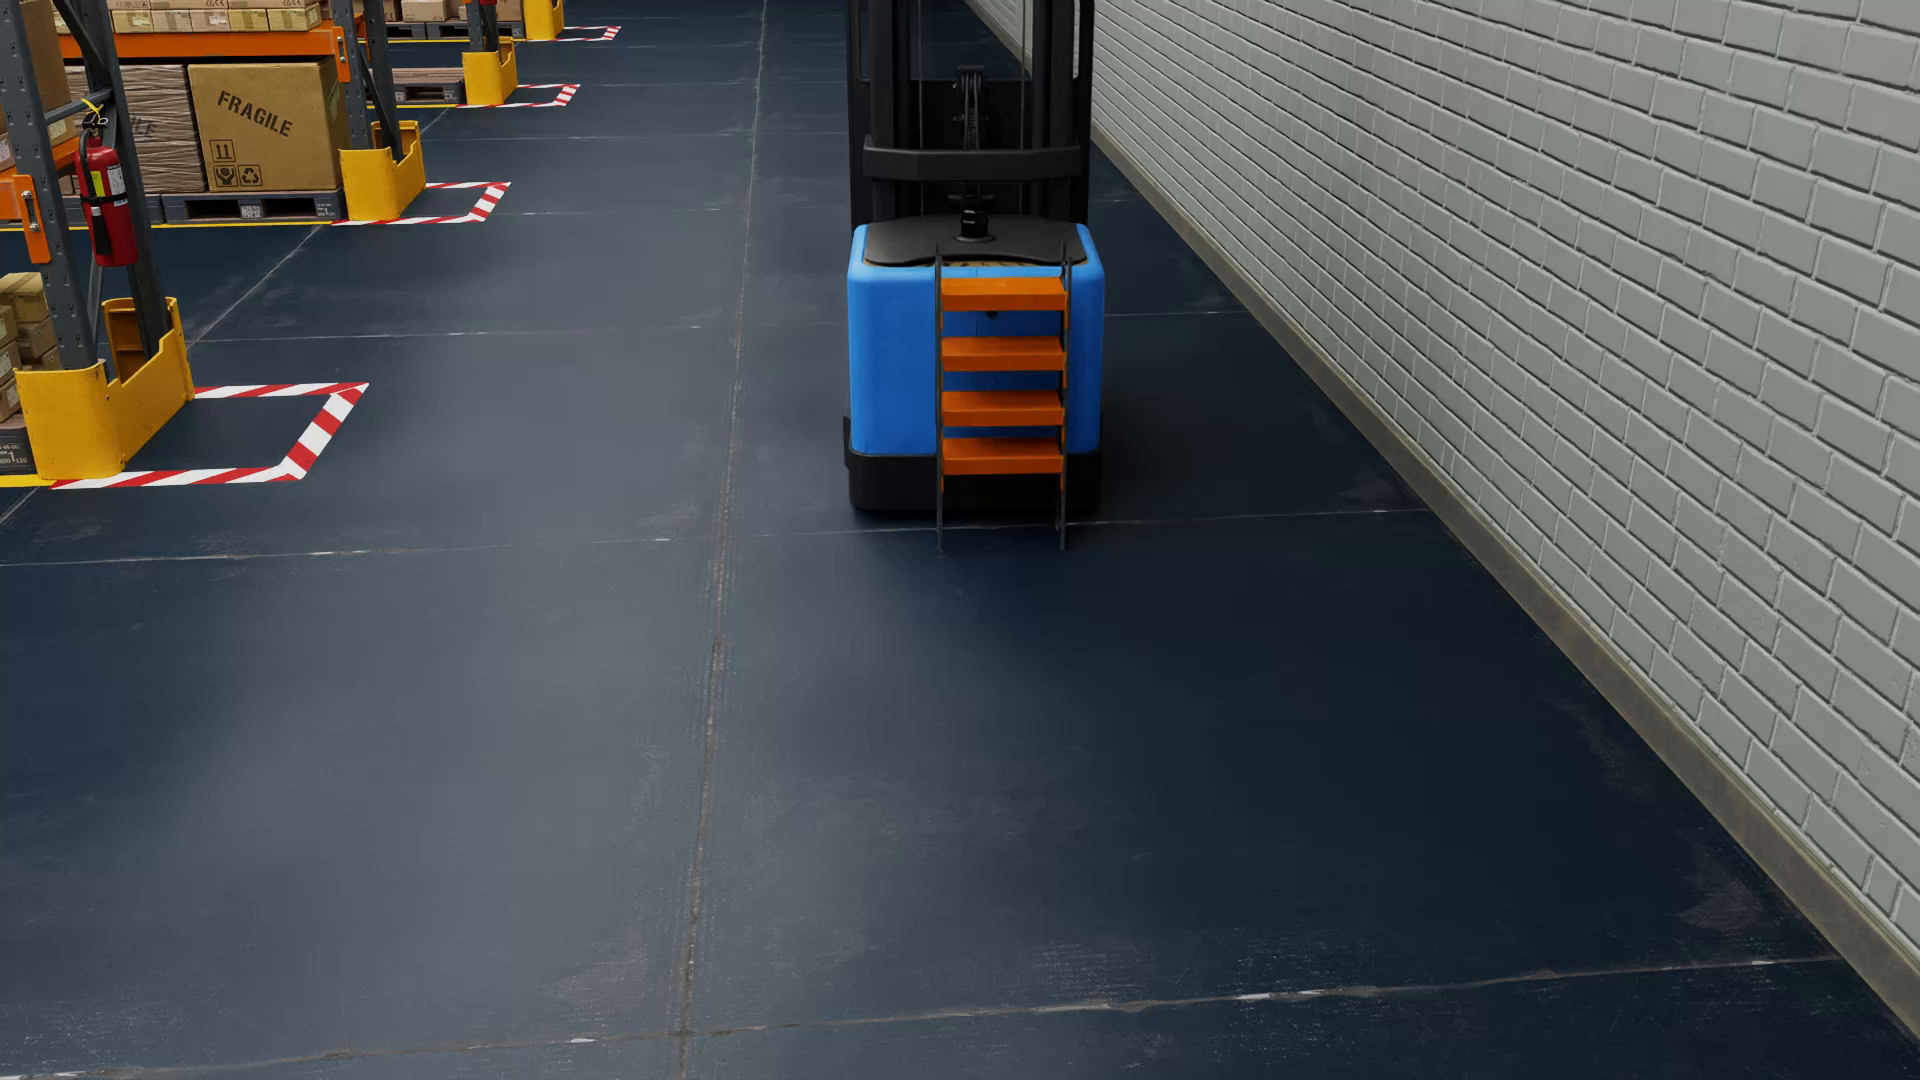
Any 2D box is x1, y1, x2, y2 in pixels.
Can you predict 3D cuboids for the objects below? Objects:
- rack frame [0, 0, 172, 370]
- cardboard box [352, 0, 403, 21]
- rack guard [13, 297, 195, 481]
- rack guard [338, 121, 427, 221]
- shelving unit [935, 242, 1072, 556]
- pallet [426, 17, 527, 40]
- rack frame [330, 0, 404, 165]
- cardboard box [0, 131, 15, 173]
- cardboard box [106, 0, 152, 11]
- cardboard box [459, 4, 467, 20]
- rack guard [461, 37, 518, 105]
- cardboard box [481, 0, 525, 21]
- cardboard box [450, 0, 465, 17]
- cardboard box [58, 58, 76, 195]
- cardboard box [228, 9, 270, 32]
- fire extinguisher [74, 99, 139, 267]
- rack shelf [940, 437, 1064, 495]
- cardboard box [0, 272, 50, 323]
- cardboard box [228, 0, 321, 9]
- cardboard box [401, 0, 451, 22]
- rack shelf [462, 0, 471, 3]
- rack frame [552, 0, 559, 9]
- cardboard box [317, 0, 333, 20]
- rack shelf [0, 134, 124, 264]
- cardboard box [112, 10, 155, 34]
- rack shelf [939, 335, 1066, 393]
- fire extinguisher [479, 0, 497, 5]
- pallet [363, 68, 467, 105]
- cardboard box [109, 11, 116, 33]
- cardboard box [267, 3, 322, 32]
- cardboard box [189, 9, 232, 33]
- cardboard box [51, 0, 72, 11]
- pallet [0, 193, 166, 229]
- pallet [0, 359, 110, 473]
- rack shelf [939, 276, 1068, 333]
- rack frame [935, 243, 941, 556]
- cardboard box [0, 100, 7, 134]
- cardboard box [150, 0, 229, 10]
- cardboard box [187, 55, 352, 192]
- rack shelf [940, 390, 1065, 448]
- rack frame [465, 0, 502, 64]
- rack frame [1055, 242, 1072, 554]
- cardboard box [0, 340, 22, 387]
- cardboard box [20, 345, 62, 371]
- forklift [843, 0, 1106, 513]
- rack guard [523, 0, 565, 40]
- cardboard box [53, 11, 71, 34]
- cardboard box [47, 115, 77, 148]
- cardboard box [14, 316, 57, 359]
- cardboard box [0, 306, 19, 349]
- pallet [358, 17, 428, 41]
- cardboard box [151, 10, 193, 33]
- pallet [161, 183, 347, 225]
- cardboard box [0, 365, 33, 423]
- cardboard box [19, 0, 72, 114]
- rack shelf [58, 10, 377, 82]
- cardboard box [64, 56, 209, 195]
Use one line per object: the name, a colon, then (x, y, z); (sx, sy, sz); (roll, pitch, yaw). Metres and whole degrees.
rack frame: (-3.896, -1.877, 7.279); (0.127, 3.000, 1.000); (-2, 24, -5)
cardboard box: (-7.365, -6.867, 21.039); (0.637, 0.503, 0.797); (-2, 24, -5)
rack guard: (-3.972, -0.731, 7.780); (0.348, 0.500, 1.175); (-2, 24, -5)
rack guard: (-4.259, -2.744, 12.309); (0.348, 0.500, 1.175); (-2, 24, -5)
shelving unit: (0.159, -0.538, 6.483); (0.503, 1.200, 0.258); (-1, 24, -2)
pallet: (-6.122, -6.580, 21.295); (1.213, 0.211, 1.003); (-2, 24, -5)
rack frame: (-4.283, -3.886, 11.799); (0.127, 3.000, 1.000); (-2, 24, -5)
cardboard box: (-4.193, -1.635, 7.044); (0.250, 0.149, 0.380); (-2, 24, -5)
cardboard box: (-5.751, -3.786, 11.393); (0.500, 0.250, 0.500); (-3, 24, -7)
cardboard box: (-6.182, -6.695, 21.066); (0.250, 0.166, 0.380); (-2, 24, -5)
rack guard: (-4.747, -4.751, 16.824); (0.348, 0.500, 1.175); (-2, 24, -5)
cardboard box: (-5.770, -6.827, 20.953); (0.500, 0.500, 0.500); (-2, 24, -5)
cardboard box: (-6.320, -6.907, 21.441); (0.500, 0.250, 0.500); (-2, 24, -5)
cardboard box: (-6.704, -2.977, 11.853); (0.875, 0.875, 0.875); (-2, 24, -5)
cardboard box: (-4.864, -3.612, 11.493); (0.250, 0.149, 0.380); (-2, 24, -5)
fire extinguisher: (-3.600, -1.494, 6.974); (0.183, 0.674, 0.296); (-2, 24, -5)
rack shelf: (0.159, -0.295, 6.590); (0.480, 0.148, 0.258); (-1, 24, -2)
cardboard box: (-4.451, -1.154, 7.914); (0.250, 0.149, 0.380); (-3, 24, -8)
cardboard box: (-4.739, -3.826, 11.484); (0.500, 0.250, 0.500); (-3, 24, -6)
cardboard box: (-6.718, -6.687, 20.946); (0.500, 0.250, 0.500); (-2, 24, -5)
rack shelf: (-6.760, -5.479, 16.269); (4.000, 0.370, 1.077); (-2, 24, -5)
rack frame: (-5.253, -7.890, 20.808); (0.127, 3.000, 1.000); (-2, 24, -5)
cardboard box: (-4.669, -3.890, 12.118); (0.250, 0.149, 0.380); (-2, 24, -5)
rack shelf: (-5.887, -1.468, 7.246); (4.000, 0.370, 1.077); (-2, 24, -5)
cardboard box: (-5.621, -3.582, 11.425); (0.250, 0.149, 0.380); (-3, 24, -6)
rack shelf: (0.159, -0.681, 6.419); (0.480, 0.148, 0.258); (-1, 24, -2)
fire extinguisher: (-4.575, -5.504, 15.995); (0.183, 0.674, 0.296); (-2, 24, -5)
pallet: (-5.595, -4.596, 16.830); (1.213, 0.211, 1.003); (-2, 24, -5)
cardboard box: (-5.880, -3.571, 11.401); (0.250, 0.149, 0.380); (-2, 24, -5)
cardboard box: (-4.605, -3.623, 11.518); (0.250, 0.149, 0.380); (-2, 24, -4)
cardboard box: (-5.115, -3.603, 11.472); (0.250, 0.149, 0.380); (-2, 24, -5)
cardboard box: (-6.269, -3.763, 11.342); (0.500, 0.250, 0.500); (-2, 24, -5)
pallet: (-6.283, -2.500, 12.115); (1.213, 0.211, 1.003); (-2, 24, -5)
pallet: (-4.784, -0.581, 7.798); (1.213, 0.211, 1.003); (-2, 24, -5)
rack shelf: (0.159, -0.897, 6.323); (0.480, 0.148, 0.258); (-1, 24, -2)
rack frame: (-0.085, -0.535, 6.476); (0.015, 1.200, 0.240); (-1, 24, -2)
cardboard box: (-4.318, -1.936, 6.924); (0.500, 0.500, 0.500); (-2, 24, -4)
cardboard box: (-5.244, -3.806, 11.439); (0.500, 0.250, 0.500); (-3, 24, -6)
cardboard box: (-4.912, -3.049, 12.015); (0.875, 0.875, 0.875); (-2, 24, -5)
rack shelf: (0.159, -0.476, 6.510); (0.480, 0.148, 0.258); (-1, 24, -2)
rack frame: (-4.770, -5.888, 16.303); (0.127, 3.000, 1.000); (-2, 24, -5)
rack frame: (0.403, -0.541, 6.489); (0.015, 1.200, 0.240); (-1, 24, -2)
cardboard box: (-4.393, -0.765, 7.406); (0.250, 0.149, 0.380); (-3, 24, -7)
cardboard box: (-4.449, -0.874, 8.017); (0.250, 0.149, 0.380); (-2, 24, -4)
forklift: (0.038, -2.002, 7.645); (1.130, 2.935, 3.031); (0, 24, -1)
rack guard: (-5.329, -6.745, 21.309); (0.348, 0.500, 1.175); (-2, 24, -5)
cardboard box: (-6.126, -3.563, 11.381); (0.250, 0.149, 0.380); (-2, 24, -4)
cardboard box: (-4.251, -1.881, 7.599); (0.250, 0.149, 0.380); (-2, 24, -6)
cardboard box: (-4.443, -0.985, 7.899); (0.250, 0.149, 0.380); (-1, 24, -3)
cardboard box: (-4.398, -0.914, 7.374); (0.250, 0.149, 0.380); (-2, 24, -5)
pallet: (-7.333, -6.533, 21.188); (1.213, 0.211, 1.003); (-2, 24, -5)
cardboard box: (-5.363, -3.593, 11.450); (0.250, 0.149, 0.380); (-2, 24, -4)
pallet: (-5.071, -2.548, 12.222); (1.213, 0.211, 1.003); (-2, 24, -5)
cardboard box: (-4.400, -0.661, 7.536); (0.250, 0.149, 0.380); (-2, 24, -4)
cardboard box: (-4.370, -2.152, 7.409); (0.500, 0.500, 0.500); (-1, 24, -3)
rack shelf: (-6.274, -3.477, 11.765); (4.000, 0.370, 1.077); (-2, 24, -5)
cardboard box: (-5.818, -3.012, 11.933); (0.875, 0.875, 0.875); (-2, 24, -5)
